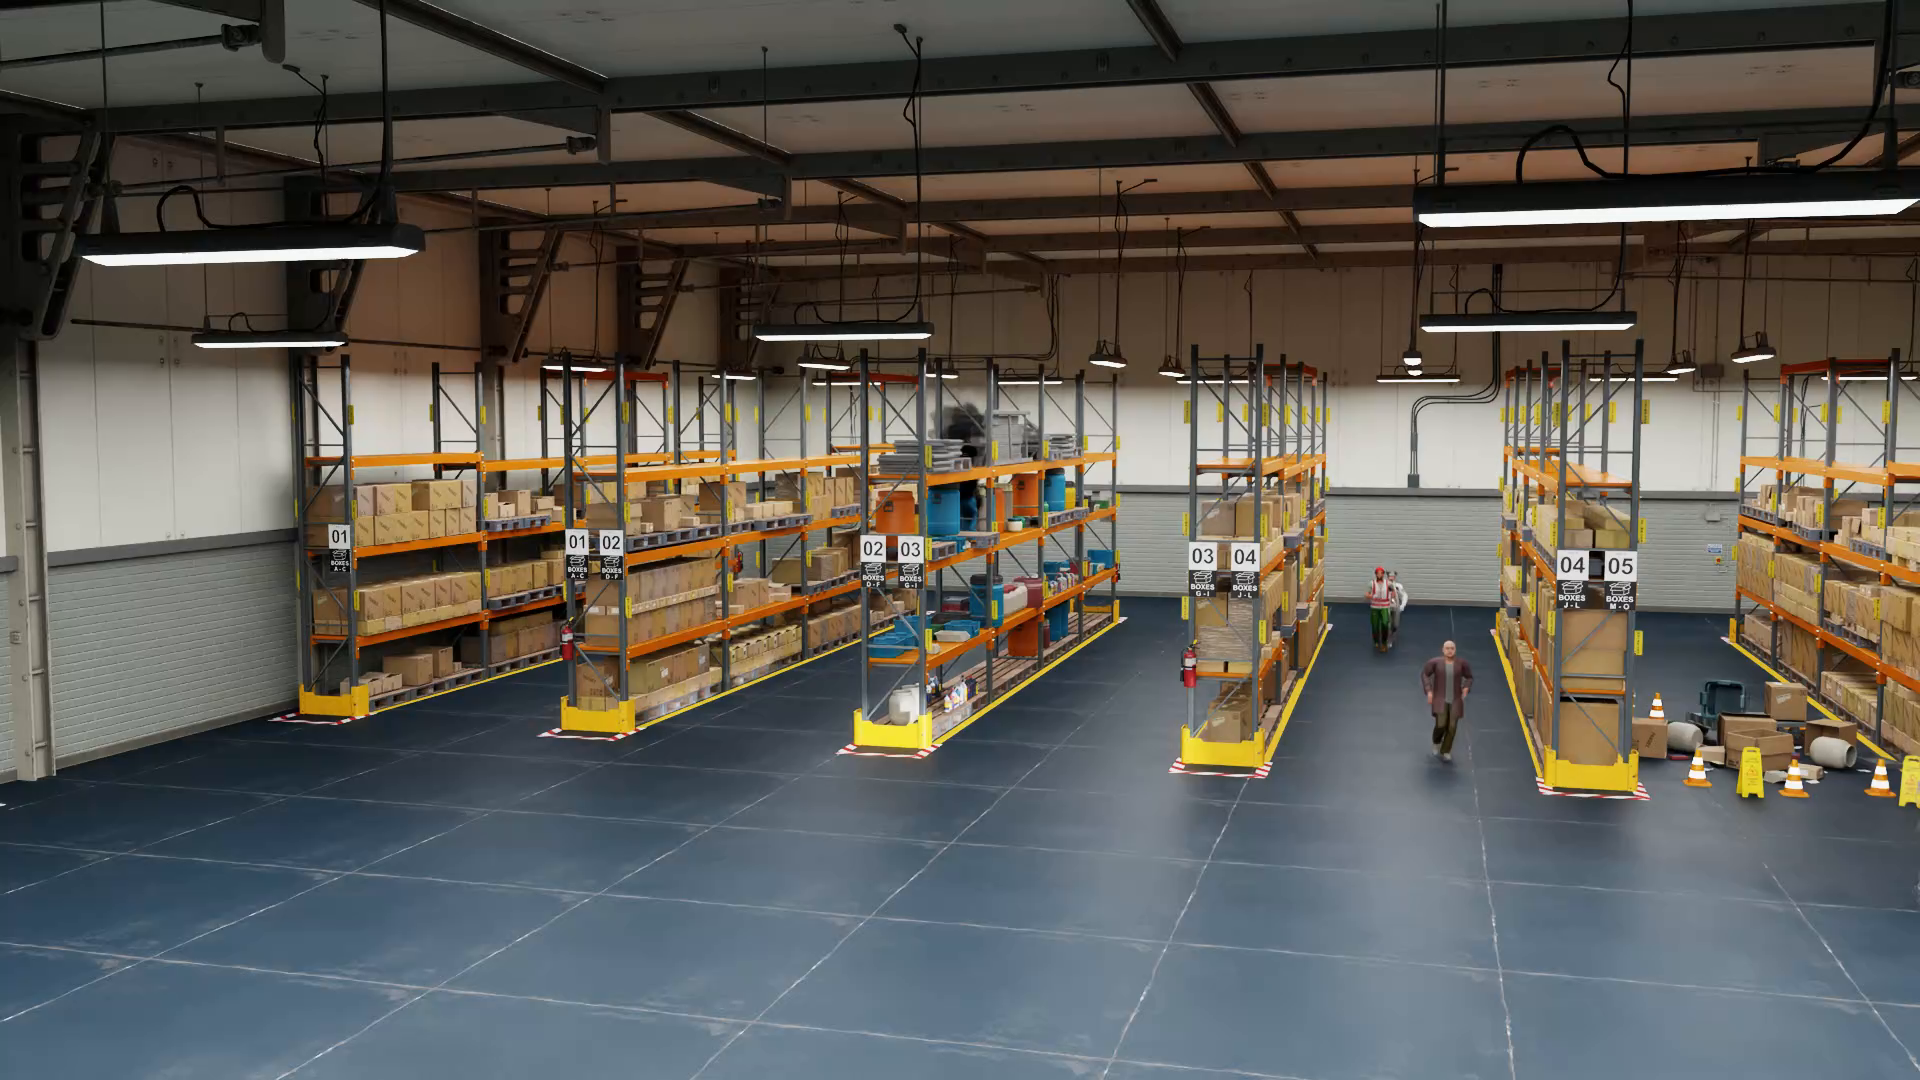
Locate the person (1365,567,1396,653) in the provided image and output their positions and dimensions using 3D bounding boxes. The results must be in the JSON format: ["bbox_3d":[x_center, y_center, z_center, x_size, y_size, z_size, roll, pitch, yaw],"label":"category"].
[{"bbox_3d":[8.884,1.476,35.147,0.640,1.824,0.743,1,4,14],"label":"person"}]

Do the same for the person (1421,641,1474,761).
[{"bbox_3d":[7.067,2.372,24.057,0.722,1.659,0.628,0,4,6],"label":"person"}]

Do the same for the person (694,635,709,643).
[{"bbox_3d":[-5.275,1.577,33.443,0.695,1.781,1.045,1,4,8],"label":"person"}]

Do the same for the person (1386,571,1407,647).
[{"bbox_3d":[9.371,1.478,36.096,0.652,1.655,0.551,1,4,10],"label":"person"}]

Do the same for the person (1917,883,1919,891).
[{"bbox_3d":[9.999,2.920,16.460,0.604,1.663,0.900,-3,5,-34],"label":"person"}]
